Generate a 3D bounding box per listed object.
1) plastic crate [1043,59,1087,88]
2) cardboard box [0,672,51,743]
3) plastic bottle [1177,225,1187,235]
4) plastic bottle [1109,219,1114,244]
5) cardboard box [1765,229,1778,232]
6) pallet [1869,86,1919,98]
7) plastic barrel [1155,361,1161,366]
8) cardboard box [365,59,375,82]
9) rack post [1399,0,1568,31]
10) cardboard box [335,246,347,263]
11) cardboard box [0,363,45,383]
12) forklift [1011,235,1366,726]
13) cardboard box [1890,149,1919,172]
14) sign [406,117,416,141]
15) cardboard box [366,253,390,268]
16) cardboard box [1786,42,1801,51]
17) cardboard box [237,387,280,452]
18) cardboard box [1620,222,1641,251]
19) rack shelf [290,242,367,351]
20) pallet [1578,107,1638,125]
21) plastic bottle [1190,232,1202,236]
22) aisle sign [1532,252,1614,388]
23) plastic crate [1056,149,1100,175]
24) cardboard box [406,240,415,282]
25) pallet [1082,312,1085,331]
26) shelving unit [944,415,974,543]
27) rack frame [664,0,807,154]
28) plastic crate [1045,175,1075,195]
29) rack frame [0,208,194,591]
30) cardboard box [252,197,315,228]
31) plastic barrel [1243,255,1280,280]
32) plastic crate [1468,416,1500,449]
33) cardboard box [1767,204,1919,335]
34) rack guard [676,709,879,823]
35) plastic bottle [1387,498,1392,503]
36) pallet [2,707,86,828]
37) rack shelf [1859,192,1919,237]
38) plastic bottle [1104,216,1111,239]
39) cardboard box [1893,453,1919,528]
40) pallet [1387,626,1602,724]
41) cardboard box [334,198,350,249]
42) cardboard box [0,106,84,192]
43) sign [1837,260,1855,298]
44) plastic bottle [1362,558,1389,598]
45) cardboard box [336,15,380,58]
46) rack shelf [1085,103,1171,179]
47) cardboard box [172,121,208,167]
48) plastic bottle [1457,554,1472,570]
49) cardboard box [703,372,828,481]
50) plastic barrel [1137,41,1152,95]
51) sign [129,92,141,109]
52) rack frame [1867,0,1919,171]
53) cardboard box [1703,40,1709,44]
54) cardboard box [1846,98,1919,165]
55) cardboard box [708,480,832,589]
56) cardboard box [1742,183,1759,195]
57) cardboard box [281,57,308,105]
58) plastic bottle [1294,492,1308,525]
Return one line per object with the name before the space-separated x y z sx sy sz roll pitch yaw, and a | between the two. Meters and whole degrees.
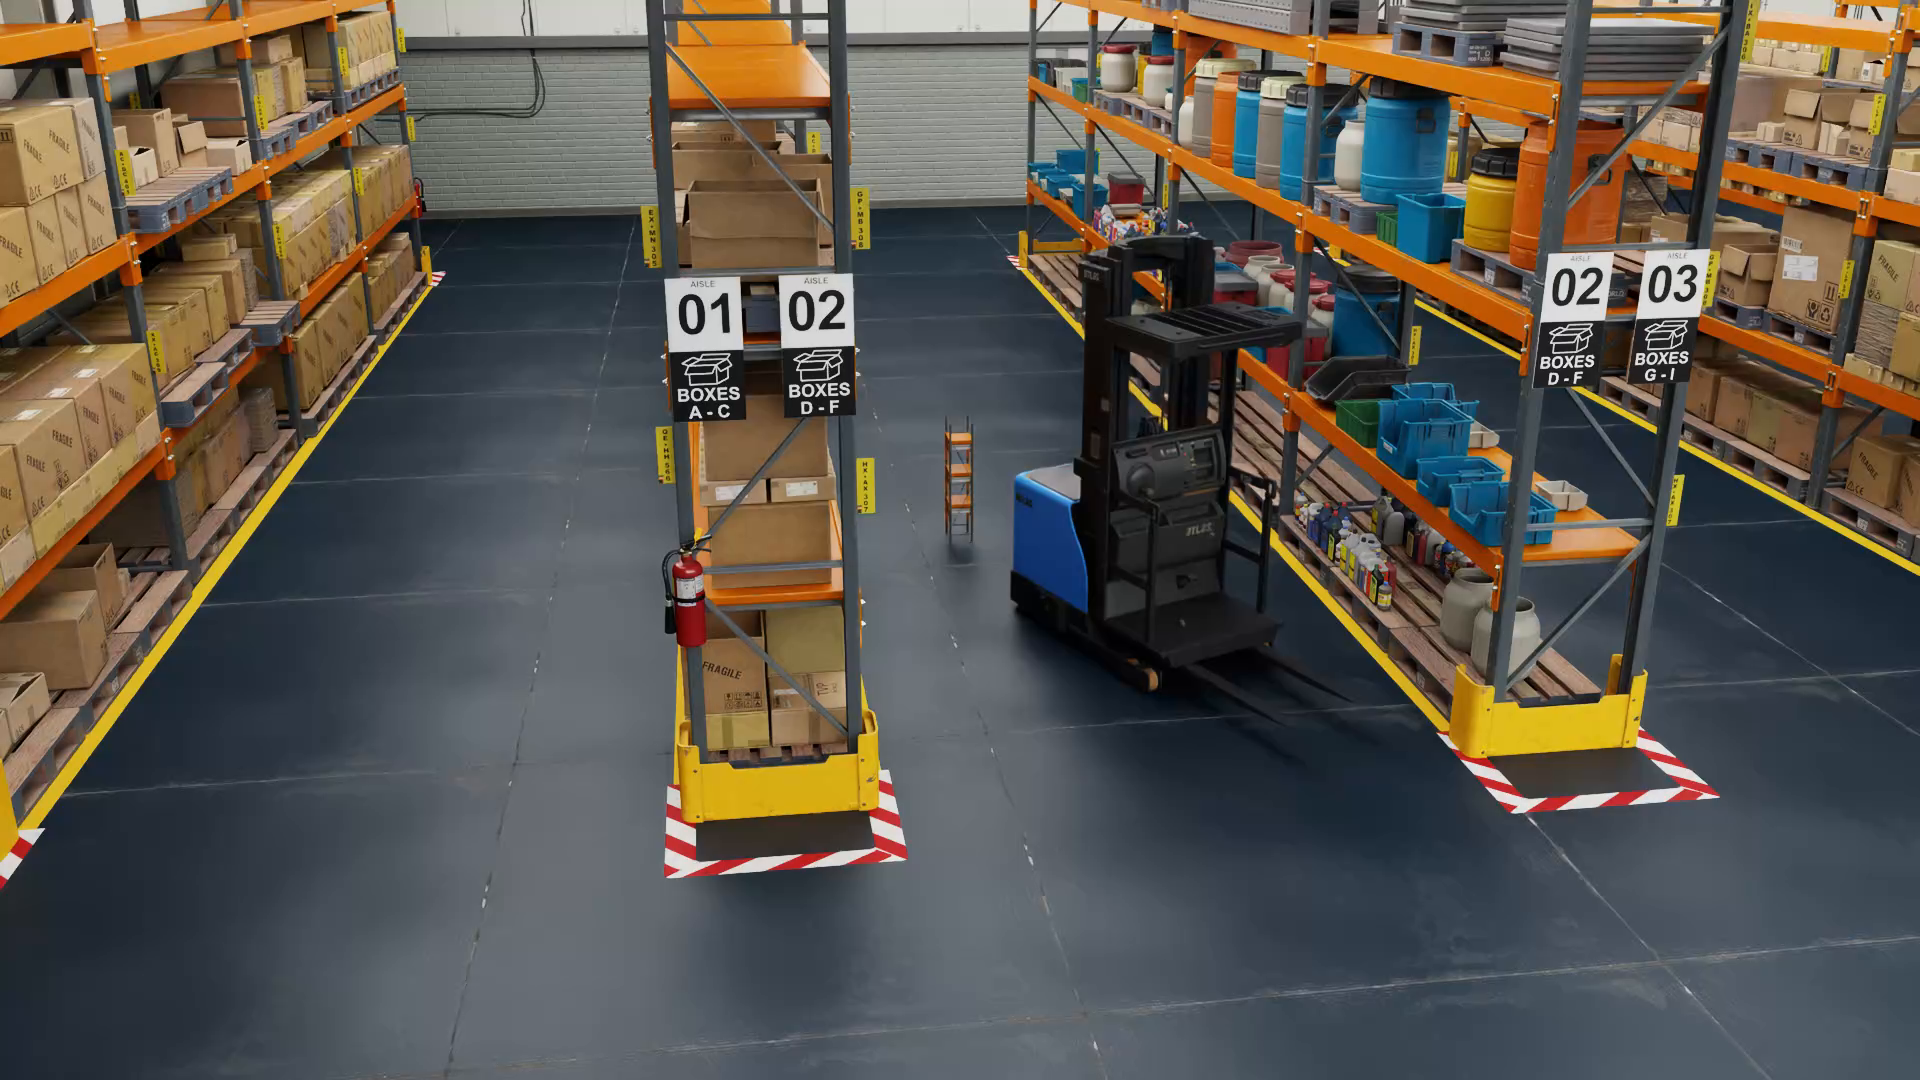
plastic crate | 1.462 -6.459 23.024 0.504 0.338 0.767 -3 21 -8
cardboard box | -6.077 1.026 10.397 0.500 0.311 0.500 -1 21 -3
plastic bottle | 2.574 -3.480 19.318 0.144 0.351 0.185 -3 21 -8
plastic bottle | 1.849 -3.730 20.083 0.061 0.283 0.133 -3 21 -8
cardboard box | 11.869 -4.518 24.649 0.380 0.149 0.250 -3 21 -7
pallet | 12.050 -5.445 20.489 1.213 0.211 1.003 -3 21 -8
plastic barrel | 2.409 -2.247 18.900 0.421 0.512 0.421 0 20 0
cardboard box | -7.693 -5.927 20.981 0.500 0.250 0.500 -3 21 -9
rack post | 3.509 -3.530 10.915 0.937 0.300 0.954 -3 21 -9
cardboard box | -7.236 -3.263 18.997 0.380 0.149 0.250 -3 21 -8
cardboard box | -6.628 -0.909 11.477 0.500 0.500 0.500 -3 21 -8
forklift | 1.574 -0.512 11.397 1.130 2.935 3.031 -12 23 -29
cardboard box | 7.886 -3.114 13.625 0.380 0.149 0.250 -4 21 -9
sign | -7.751 -5.802 23.470 0.100 0.325 0.005 -3 21 -8
cardboard box | -7.664 -3.643 21.729 0.380 0.149 0.250 -4 21 -9
cardboard box | 11.473 -6.730 22.590 0.380 0.149 0.250 -3 21 -8
cardboard box | -6.982 -1.145 15.938 0.700 0.500 0.500 -3 21 -7
cardboard box | 7.251 -3.311 18.651 0.500 0.500 0.500 -2 21 -6
rack shelf | -7.425 -2.712 18.218 1.077 0.370 4.000 -3 21 -8
pallet | 7.422 -4.643 18.342 1.213 0.211 1.003 -2 21 -5
plastic bottle | 2.724 -3.444 19.328 0.152 0.276 0.135 -3 21 -8
aisle sign | 3.536 -1.264 9.598 0.394 0.787 0.004 -3 21 -8
plastic crate | 1.746 -5.564 24.690 0.616 0.435 0.499 -3 21 -8
cardboard box | -8.090 -3.914 23.382 0.700 0.500 0.500 -3 21 -8
pallet | 2.160 -2.665 21.050 1.003 0.211 1.213 -3 21 -8
shelving unit | -0.008 -0.510 14.082 0.215 1.050 0.252 -3 21 -8
rack frame | -1.659 -4.033 12.152 1.000 3.000 0.127 -3 21 -8
plastic crate | 1.413 -5.017 23.516 0.416 0.233 0.300 -3 21 -8
rack frame | -6.560 -0.971 12.530 1.000 3.000 0.127 -3 21 -8
cardboard box | -7.101 -3.432 17.450 0.500 0.250 0.500 -3 21 -7
plastic barrel | 3.026 -2.563 16.631 0.421 0.512 0.421 0 20 0
plastic crate | 3.728 -0.798 12.442 0.530 0.136 0.437 -3 21 -8
cardboard box | 8.168 -2.481 15.113 1.000 1.000 1.000 -3 21 -7
rack guard | -1.079 1.342 9.909 1.175 0.500 0.348 -3 21 -8
plastic bottle | 3.604 -0.256 13.986 0.097 0.201 0.097 0 20 0
pallet | -6.077 1.411 10.138 1.003 0.211 1.213 -3 21 -8
rack shelf | 8.433 -2.096 12.283 1.077 0.370 4.000 -3 21 -8
plastic bottle | 1.822 -3.833 20.375 0.097 0.271 0.097 0 20 0
cardboard box | 8.253 -0.408 13.994 0.500 0.500 0.500 4 21 9
pallet | 3.650 0.915 11.465 1.003 0.211 1.213 -3 21 -8
cardboard box | -7.314 -3.613 19.007 0.500 0.500 0.500 -3 21 -7
cardboard box | -6.130 -2.551 10.872 0.500 0.500 0.500 -2 21 -5
sign | 7.596 -2.234 14.255 0.100 0.325 0.005 -3 21 -8
plastic bottle | 3.112 0.281 12.440 0.152 0.276 0.135 -3 21 -7
cardboard box | -7.770 -6.462 21.343 0.500 0.500 0.500 -4 21 -10
rack shelf | 2.378 -4.617 19.031 1.077 0.370 4.000 -3 21 -8
cardboard box | -7.042 -3.366 14.477 0.797 0.503 0.637 0 20 0
plastic bottle | 3.817 0.224 12.600 0.097 0.271 0.097 0 20 0
cardboard box | -1.145 -0.673 9.733 0.700 0.500 0.500 -3 21 -8
plastic barrel | 2.422 -5.625 19.834 0.600 0.588 0.600 0 20 0
sign | -7.687 -4.016 15.541 0.100 0.325 0.005 -3 21 -8
rack frame | 8.144 -4.531 13.487 1.000 3.000 0.127 -3 21 -8
cardboard box | 11.220 -7.314 24.725 0.500 0.250 0.500 -3 21 -8
cardboard box | 8.175 -3.539 14.369 0.797 0.503 0.637 -4 21 -10
cardboard box | -1.137 -0.047 9.911 0.700 0.500 0.500 -3 21 -8
cardboard box | 11.435 -5.037 23.776 0.380 0.149 0.250 -4 21 -10
cardboard box | -7.695 -5.089 18.496 0.700 0.500 0.500 -4 21 -11
plastic bottle | 2.855 -0.267 13.913 0.097 0.271 0.097 0 20 0
